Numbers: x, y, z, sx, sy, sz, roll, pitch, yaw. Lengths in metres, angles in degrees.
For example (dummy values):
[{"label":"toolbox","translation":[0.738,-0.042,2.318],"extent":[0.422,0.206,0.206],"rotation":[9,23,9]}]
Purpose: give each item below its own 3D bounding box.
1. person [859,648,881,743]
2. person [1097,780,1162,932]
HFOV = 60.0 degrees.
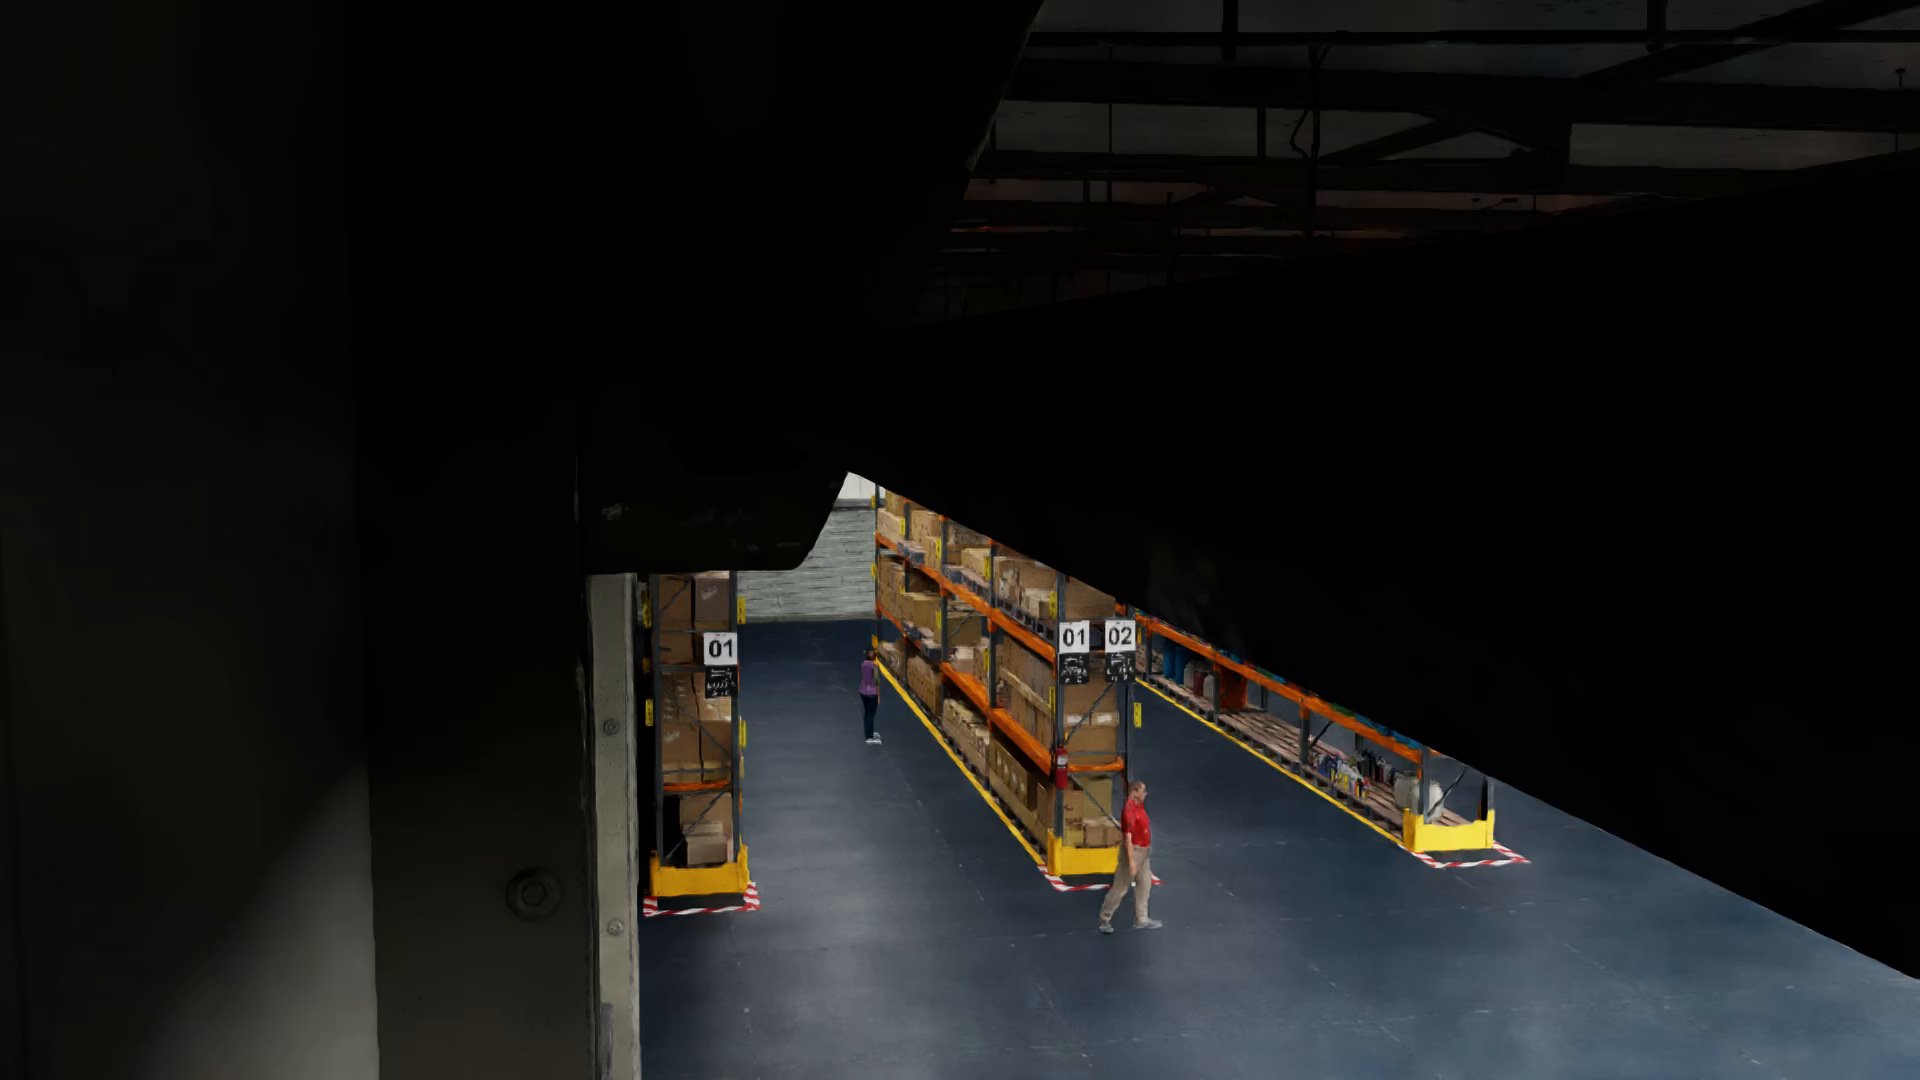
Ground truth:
[{"label":"person","translation":[-1.504,2.625,28.303],"extent":[0.456,1.606,0.559],"rotation":[-5,8,-40]},{"label":"person","translation":[1.928,3.551,18.811],"extent":[0.699,1.712,0.708],"rotation":[2,6,18]}]
